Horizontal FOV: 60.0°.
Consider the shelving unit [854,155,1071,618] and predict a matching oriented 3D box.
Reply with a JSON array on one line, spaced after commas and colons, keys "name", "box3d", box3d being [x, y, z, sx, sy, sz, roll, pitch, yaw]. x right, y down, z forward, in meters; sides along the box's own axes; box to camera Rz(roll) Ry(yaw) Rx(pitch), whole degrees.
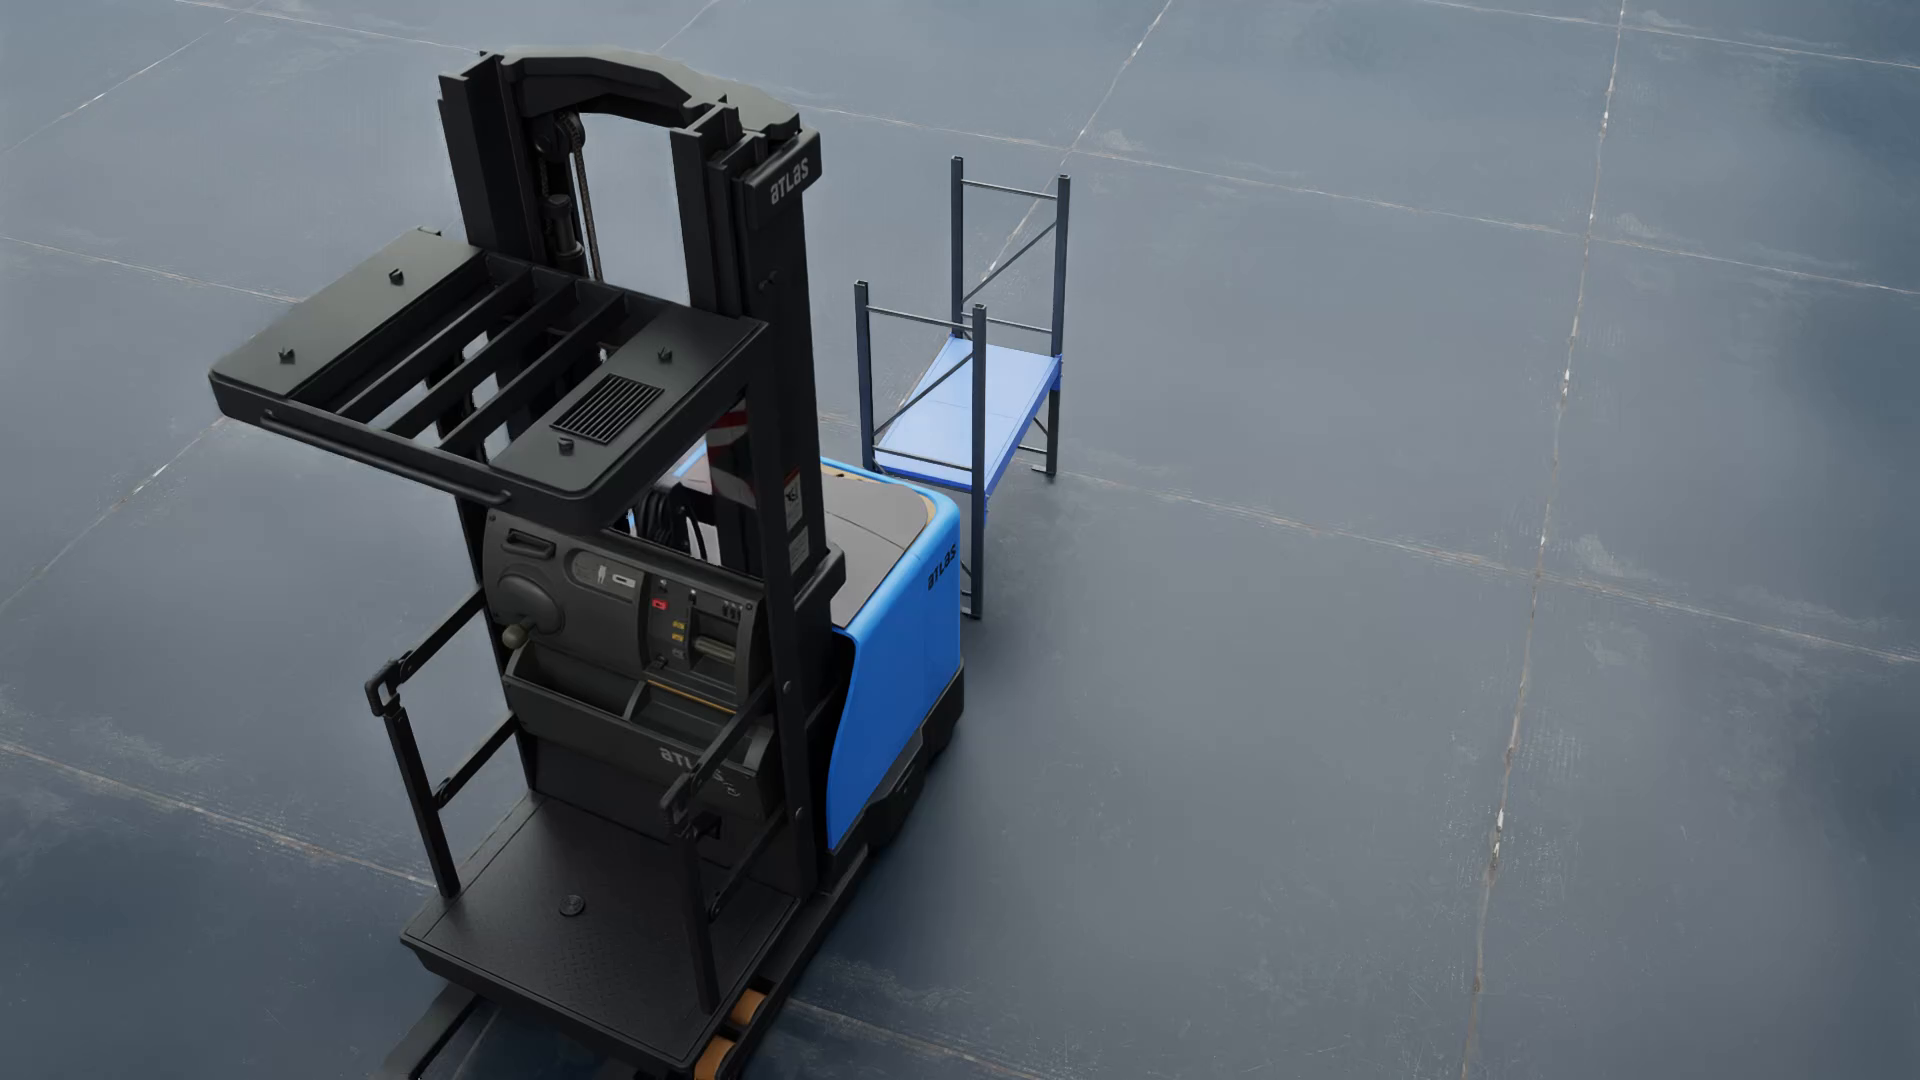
[{"name": "shelving unit", "box3d": [0.029, -0.623, 6.824, 0.538, 1.500, 1.048, 13, 42, 15]}]

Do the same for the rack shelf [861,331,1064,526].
[{"name": "rack shelf", "box3d": [0.029, -0.486, 6.941, 0.538, 0.185, 1.000, 13, 42, 15]}]

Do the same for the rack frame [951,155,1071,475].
[{"name": "rack frame", "box3d": [0.203, -0.933, 7.188, 0.500, 1.500, 0.032, 13, 42, 15]}]

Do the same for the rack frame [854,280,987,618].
[{"name": "rack frame", "box3d": [-0.145, -0.313, 6.461, 0.500, 1.500, 0.032, 13, 42, 15]}]

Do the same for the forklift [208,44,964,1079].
[{"name": "forklift", "box3d": [-1.083, 0.279, 4.665, 1.130, 2.935, 3.031, 18, 43, 19]}]
